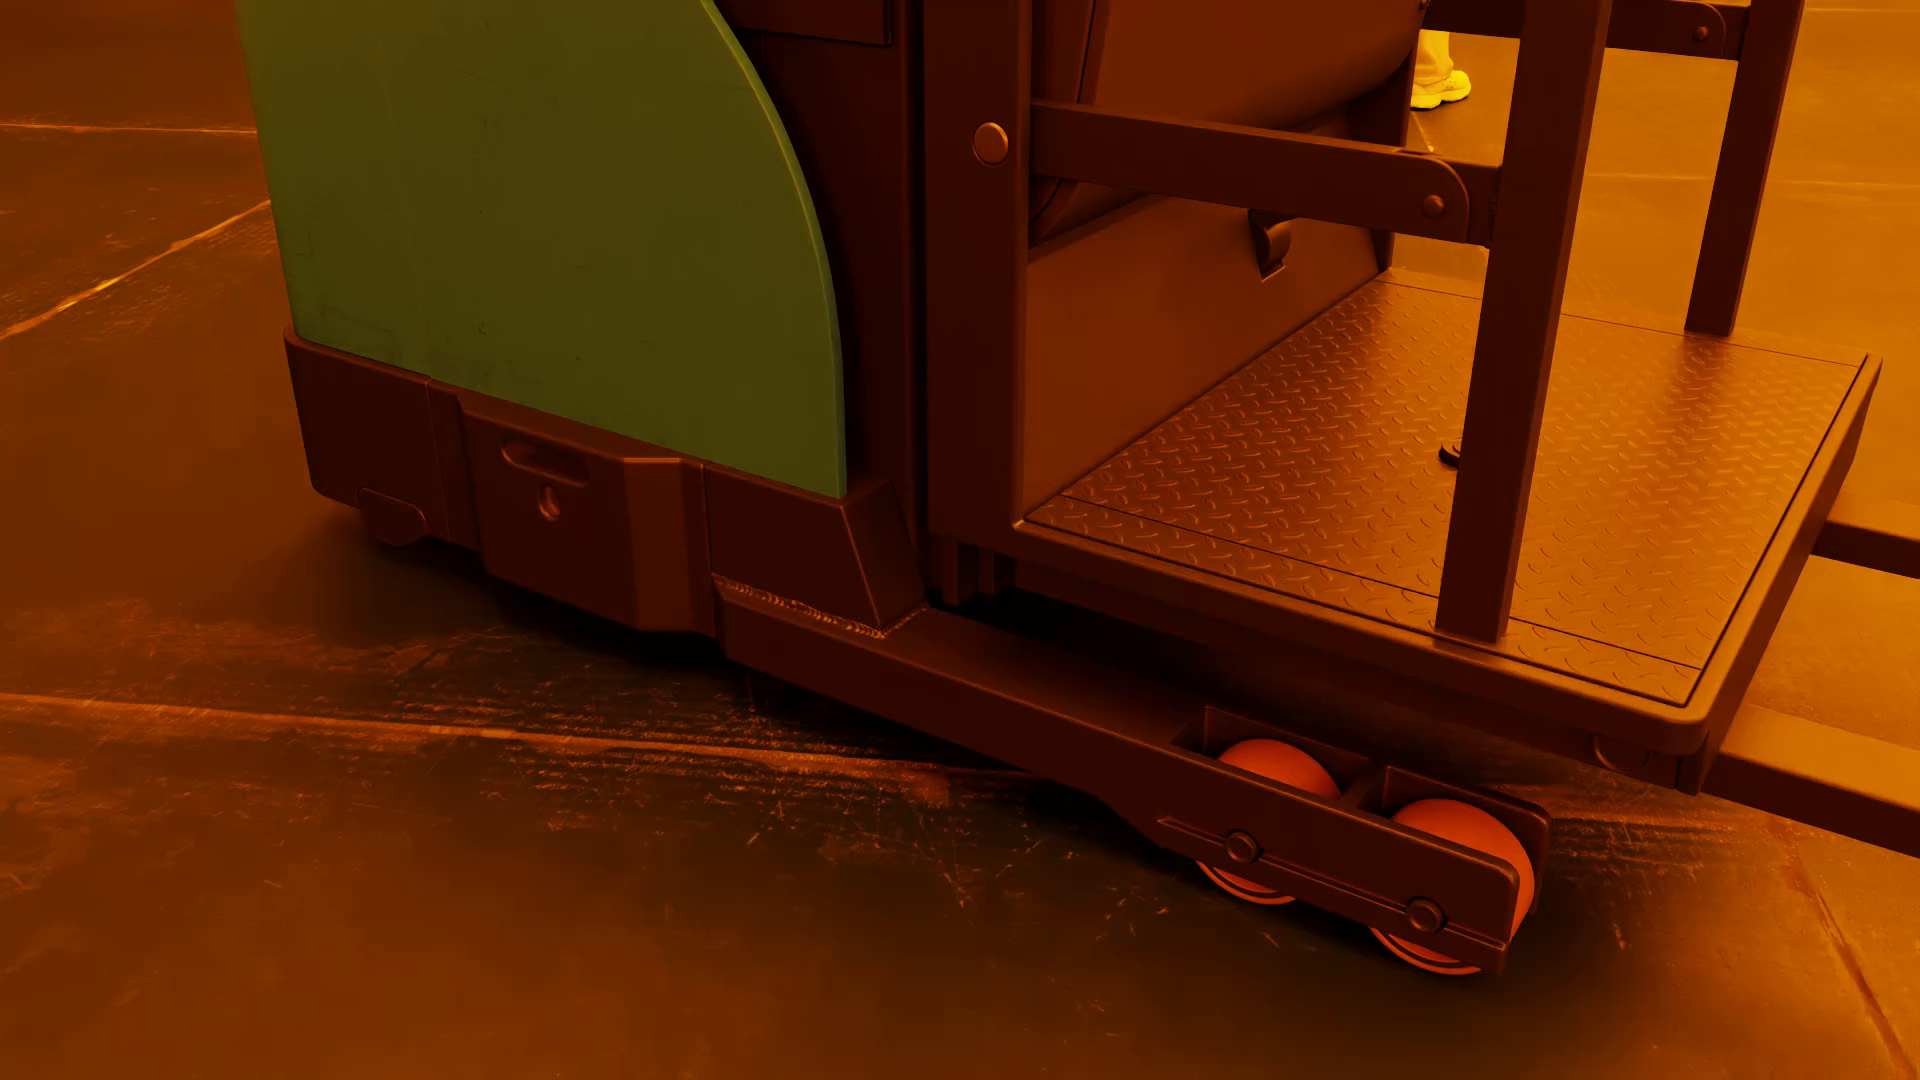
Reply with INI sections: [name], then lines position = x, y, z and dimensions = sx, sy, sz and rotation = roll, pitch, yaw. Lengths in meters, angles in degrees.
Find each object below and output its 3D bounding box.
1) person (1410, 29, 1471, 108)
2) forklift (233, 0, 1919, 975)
[person]
position = 1.311, -2.222, 4.967
dimensions = 0.655, 1.775, 0.427
rotation = 10, 28, 19
[forklift]
position = 0.523, -1.155, 1.532
dimensions = 3.031, 2.935, 1.130
rotation = 17, 31, 30
